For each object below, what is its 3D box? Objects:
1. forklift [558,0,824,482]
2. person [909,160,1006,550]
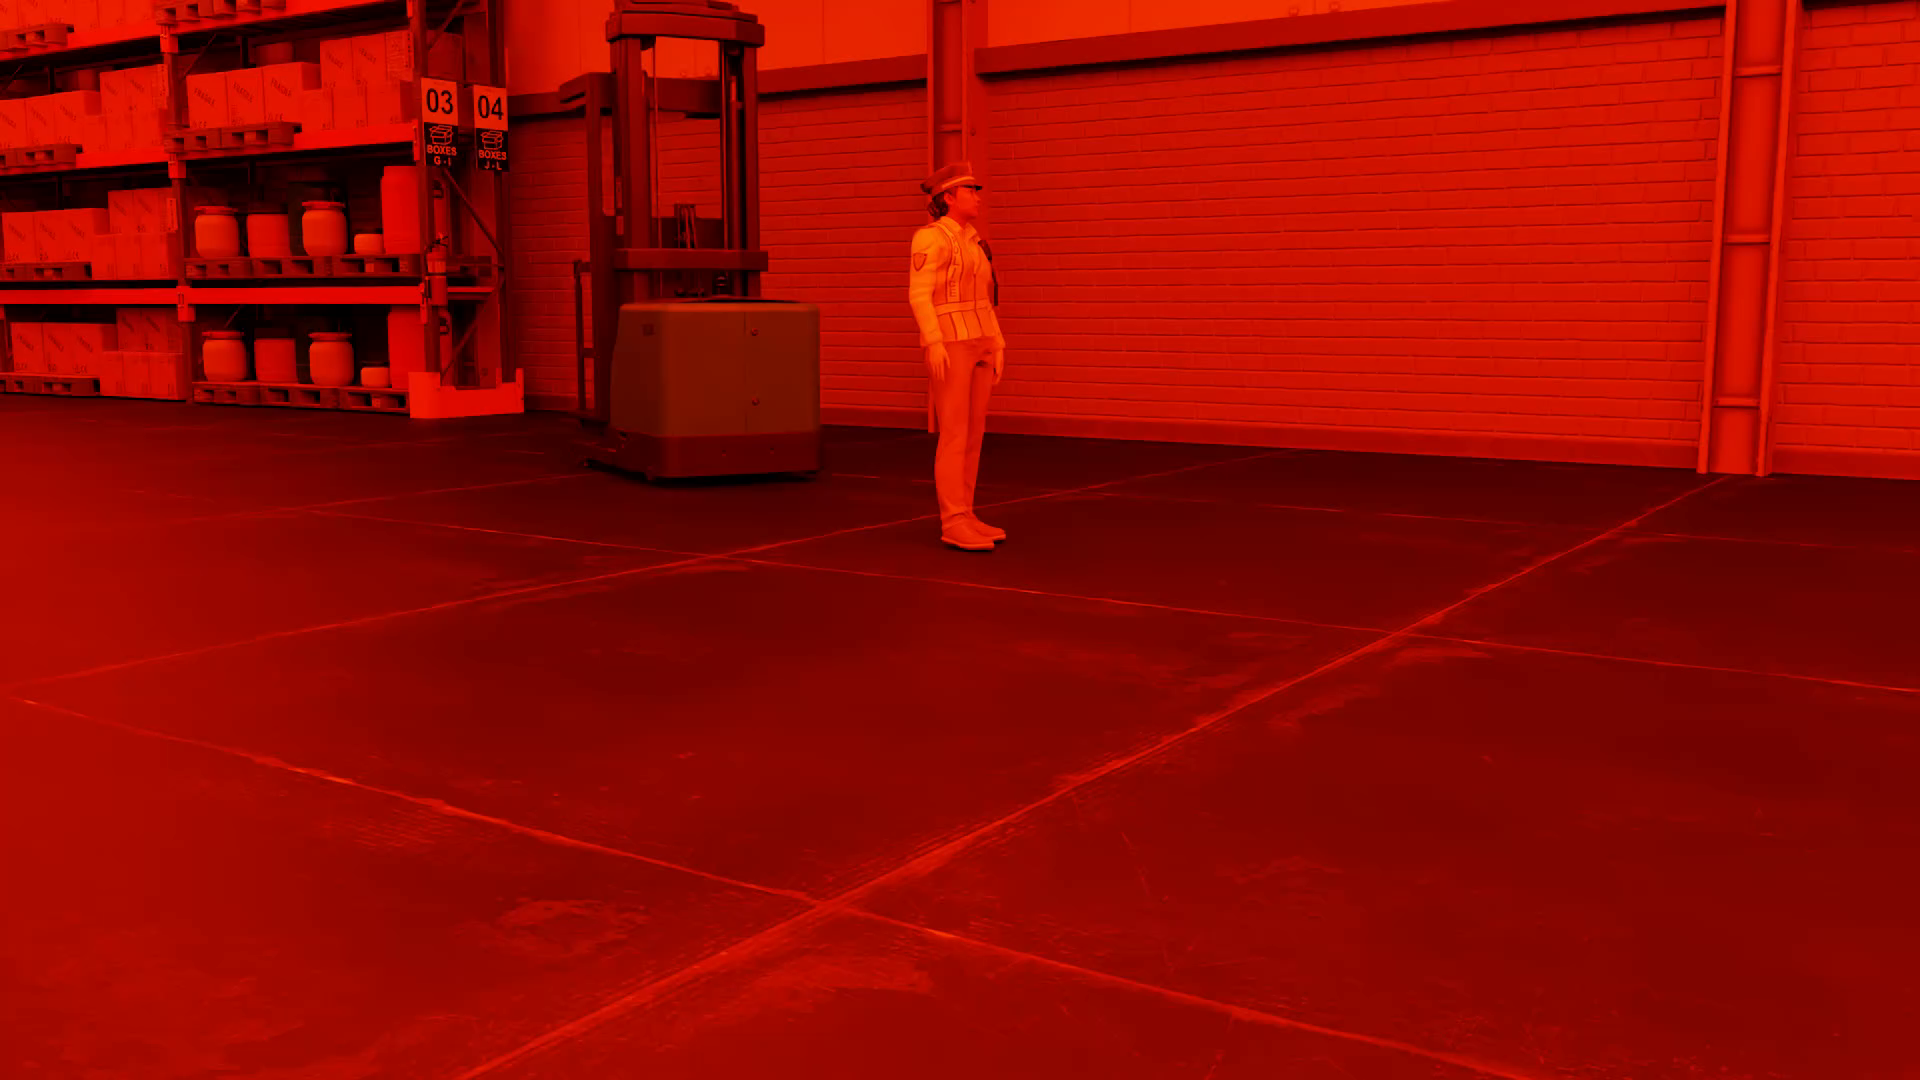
[{"bbox_3d":[-1.965,-1.959,10.967,1.130,2.935,3.031,-4,9,-28],"label":"forklift"},{"bbox_3d":[0.052,-0.840,7.441,0.534,1.696,0.587,5,10,34],"label":"person"}]
